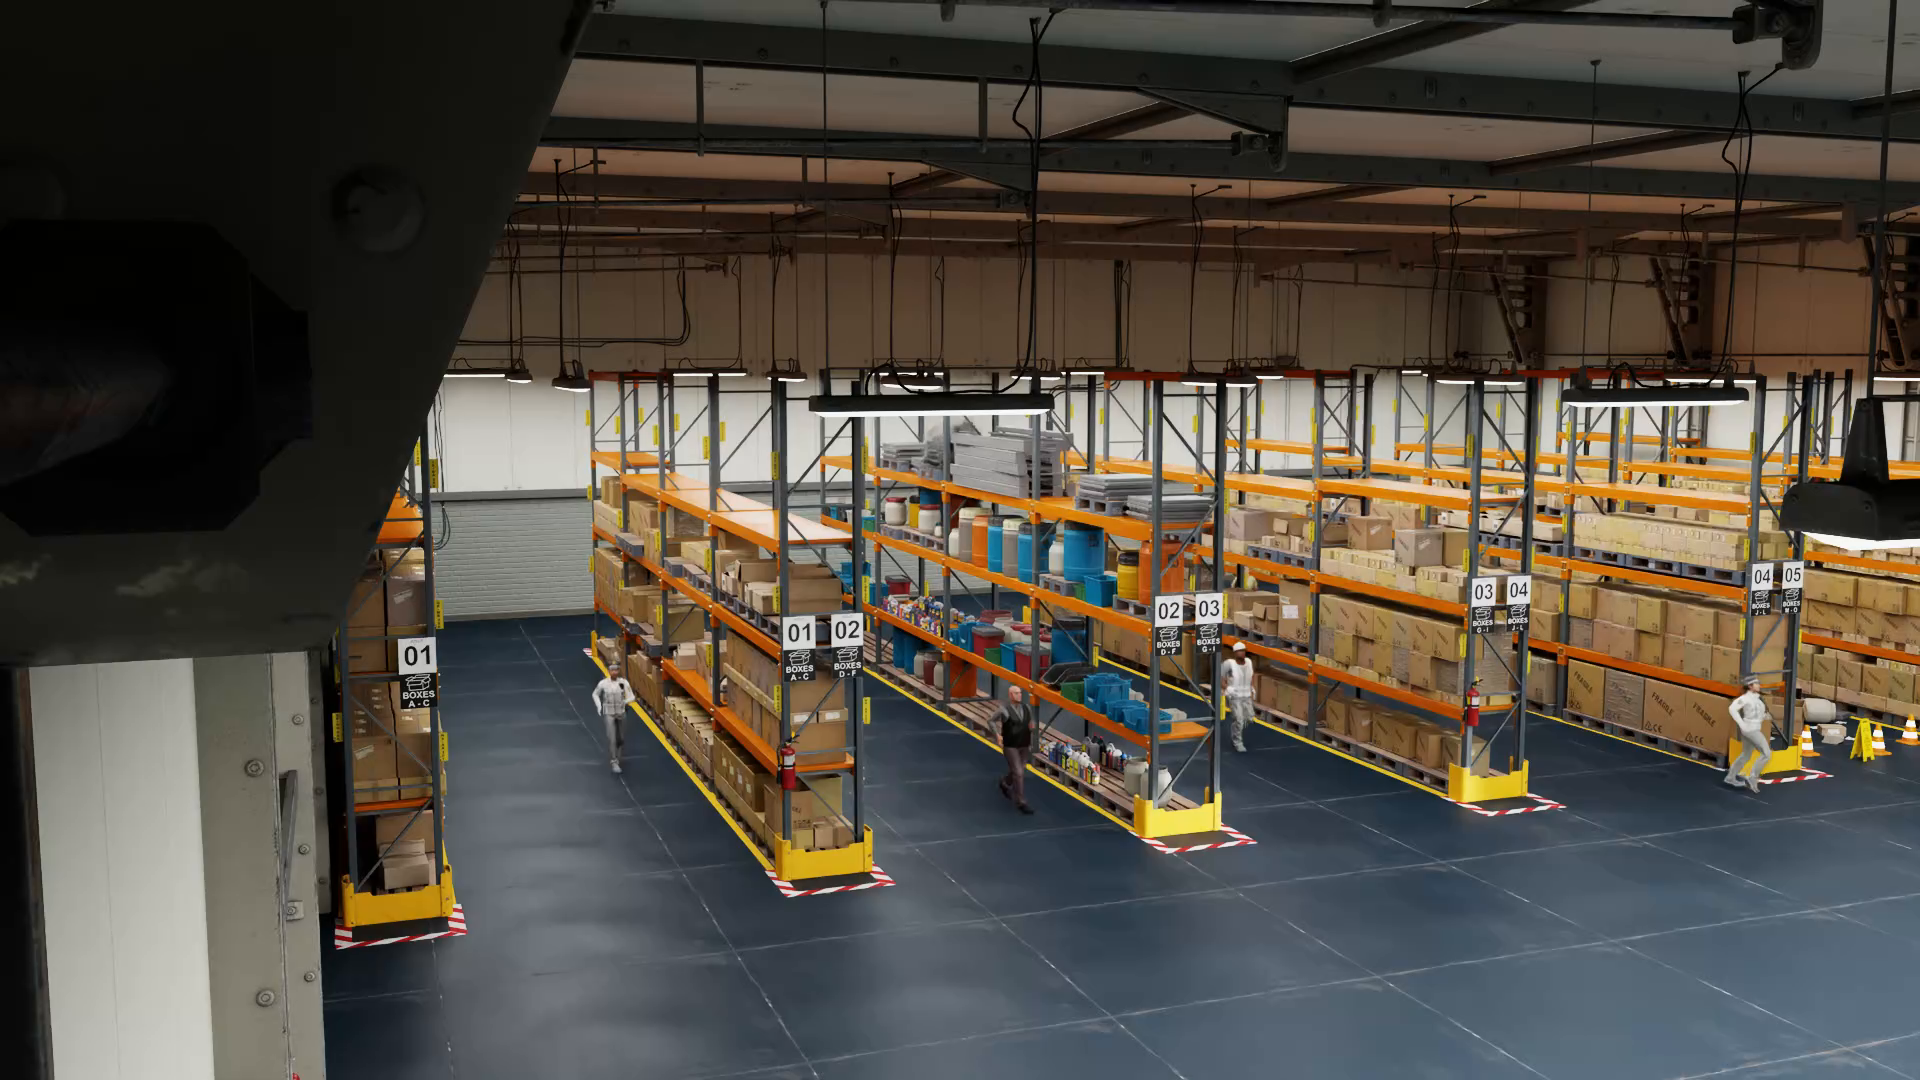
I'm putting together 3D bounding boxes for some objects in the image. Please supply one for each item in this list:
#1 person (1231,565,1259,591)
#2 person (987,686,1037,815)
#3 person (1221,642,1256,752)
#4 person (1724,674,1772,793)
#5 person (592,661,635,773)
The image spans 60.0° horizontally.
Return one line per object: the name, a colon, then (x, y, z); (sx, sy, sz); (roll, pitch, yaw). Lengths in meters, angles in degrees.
person: (6.348, 1.389, 36.873); (0.554, 1.707, 0.862); (-2, 7, -17)
person: (0.773, 2.876, 23.124); (0.656, 1.707, 0.969); (-4, 8, -35)
person: (4.429, 2.493, 26.651); (0.687, 1.745, 0.595); (-3, 7, -22)
person: (11.528, 2.812, 24.249); (0.602, 1.733, 0.607); (3, 7, 27)
person: (-5.284, 2.660, 25.418); (0.624, 1.663, 0.874); (-2, 7, -19)
